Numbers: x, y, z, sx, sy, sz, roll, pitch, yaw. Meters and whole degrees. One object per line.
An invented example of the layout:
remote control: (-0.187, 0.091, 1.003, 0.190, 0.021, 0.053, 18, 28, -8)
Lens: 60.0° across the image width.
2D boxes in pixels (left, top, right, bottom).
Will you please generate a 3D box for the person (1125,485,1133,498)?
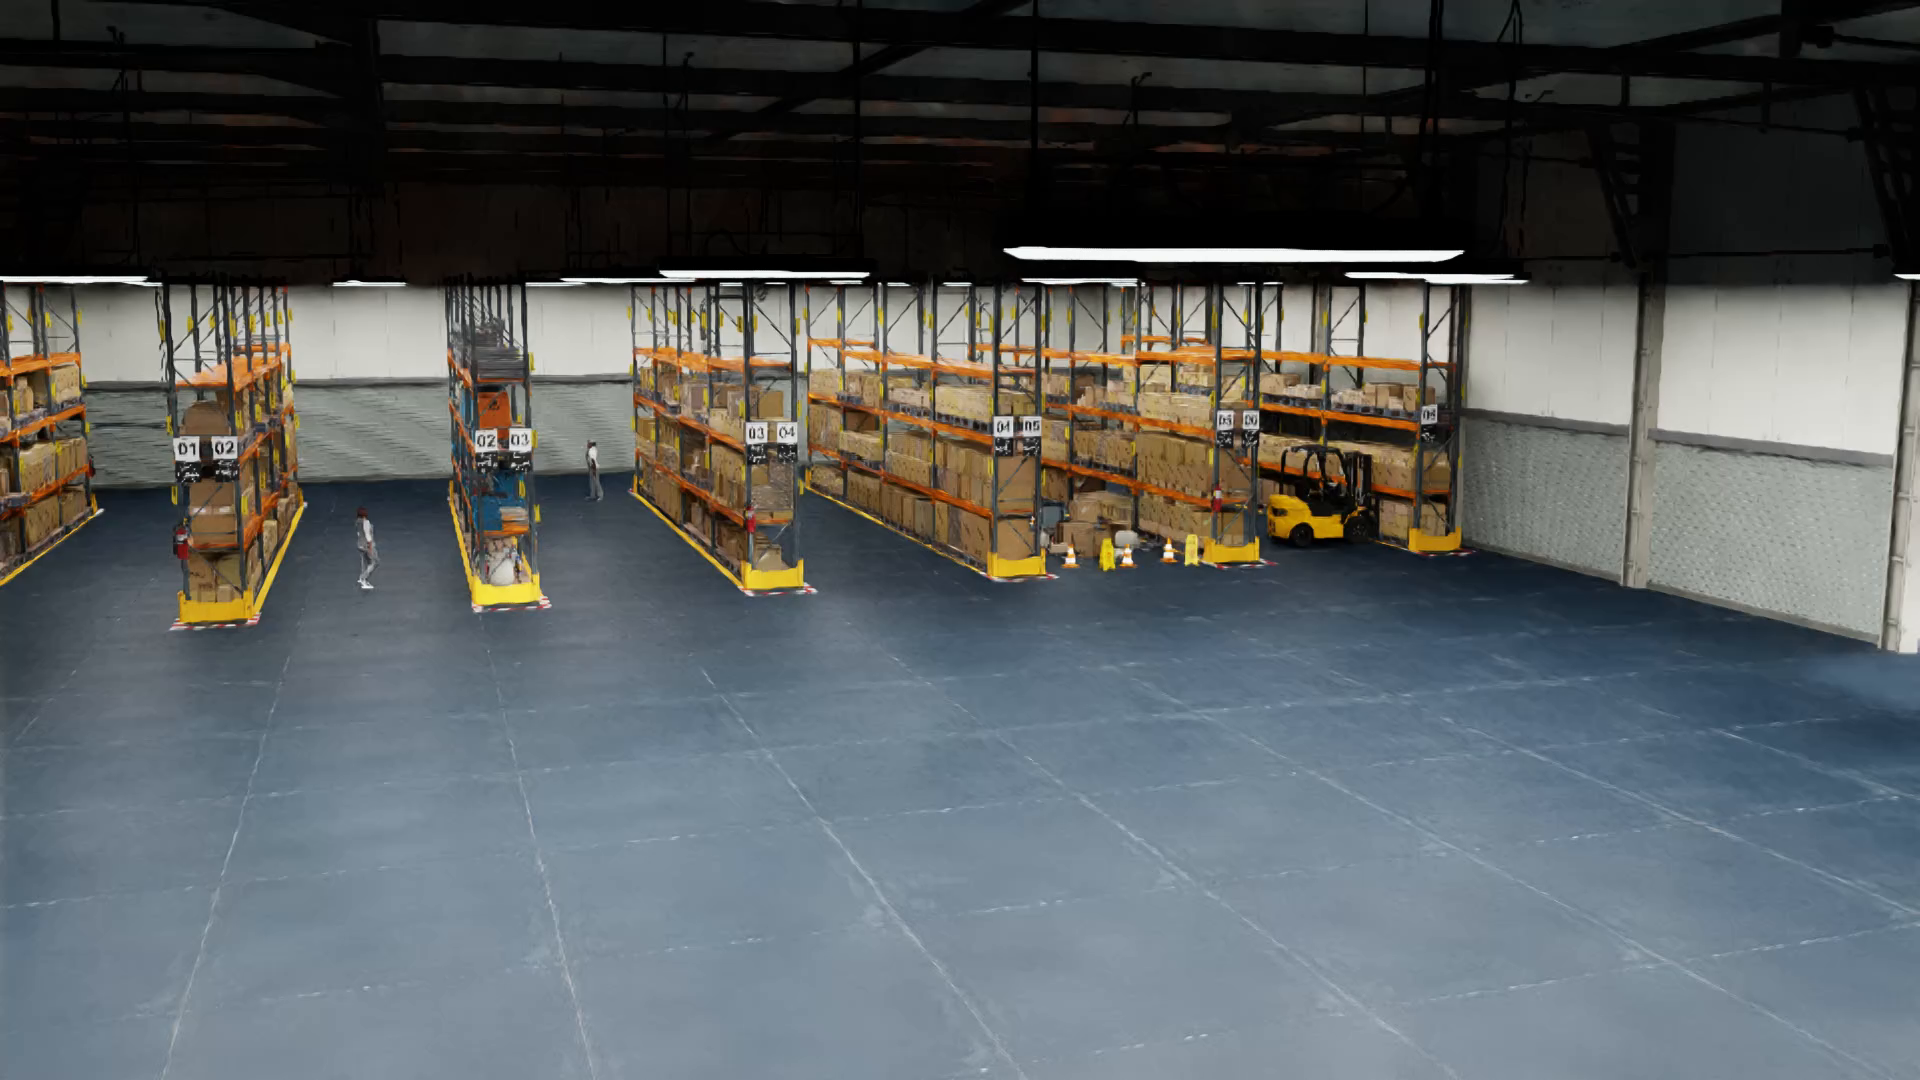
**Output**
person: (4.563, -1.767, 44.418, 0.420, 1.455, 0.453, 2, 9, 13)

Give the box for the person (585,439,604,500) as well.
person: (-9.988, -1.928, 45.285, 0.489, 1.664, 0.657, -2, 9, -14)

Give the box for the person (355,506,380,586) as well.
person: (-11.382, 0.113, 31.830, 0.438, 1.527, 0.380, 8, 11, 41)
